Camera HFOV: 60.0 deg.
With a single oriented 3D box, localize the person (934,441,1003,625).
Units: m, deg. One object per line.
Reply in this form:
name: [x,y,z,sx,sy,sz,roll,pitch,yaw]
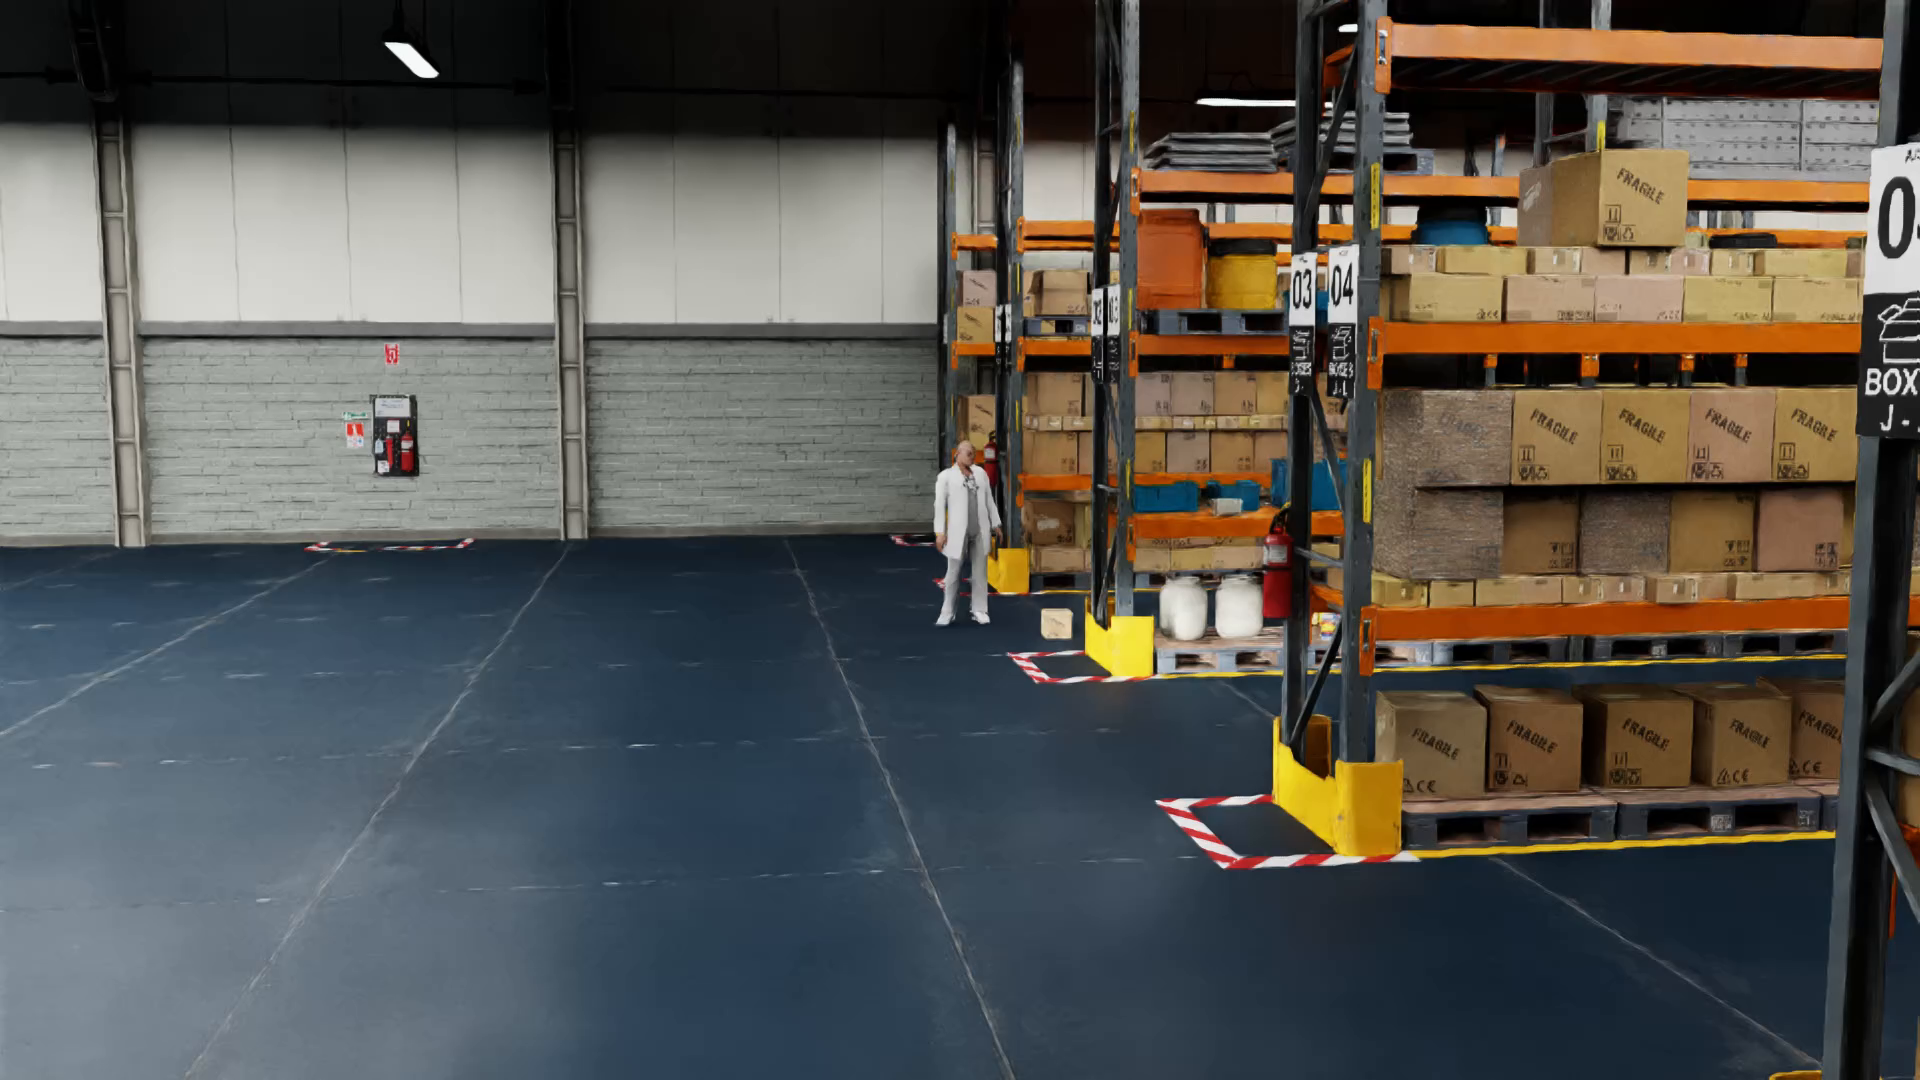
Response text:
person: [0.088,-0.071,16.188,0.689,1.786,0.506,-3,7,-23]
